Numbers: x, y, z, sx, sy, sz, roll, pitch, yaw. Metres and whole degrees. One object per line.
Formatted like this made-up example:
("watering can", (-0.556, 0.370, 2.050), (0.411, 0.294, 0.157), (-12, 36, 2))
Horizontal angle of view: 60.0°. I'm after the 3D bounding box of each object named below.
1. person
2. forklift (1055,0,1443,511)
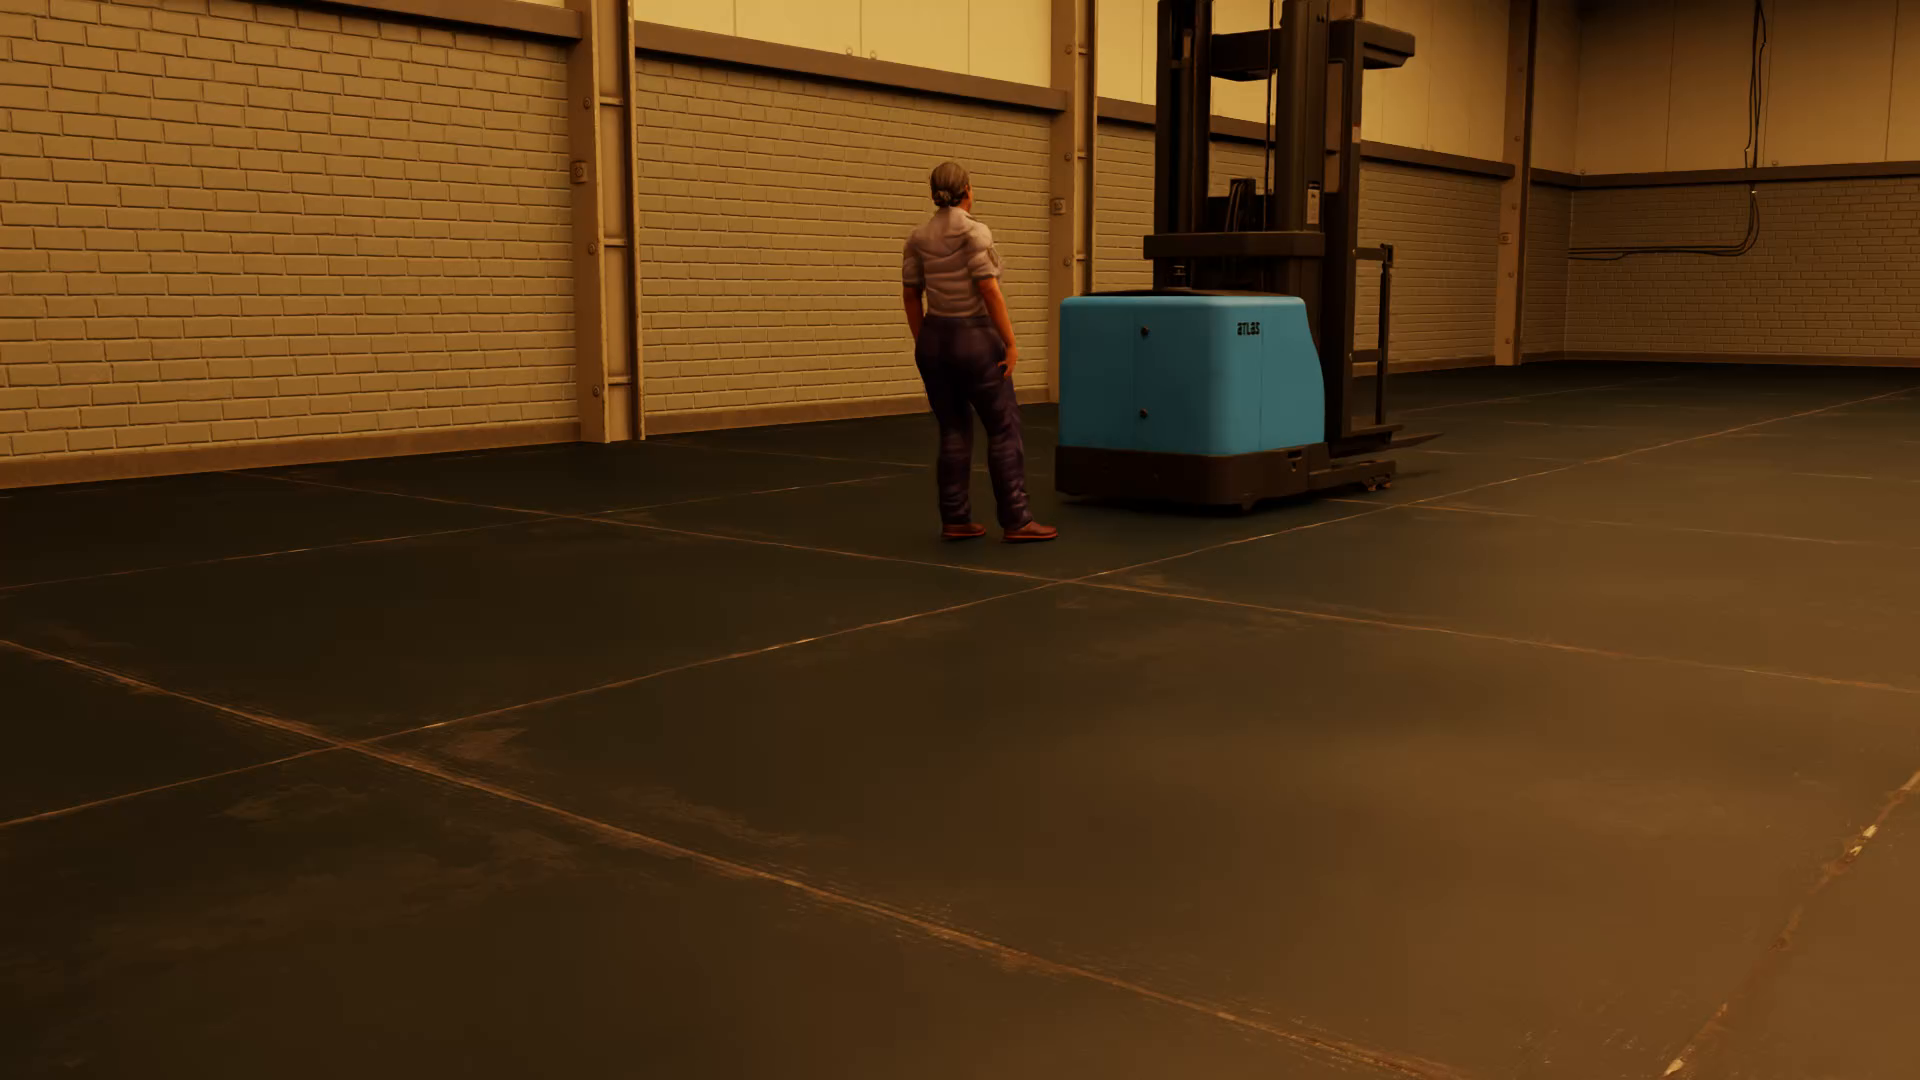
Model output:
("person", (0.076, -0.824, 7.360), (0.609, 1.652, 0.503), (7, 11, 40))
("forklift", (1.814, -1.758, 9.293), (1.130, 2.935, 3.031), (7, 11, 39))
